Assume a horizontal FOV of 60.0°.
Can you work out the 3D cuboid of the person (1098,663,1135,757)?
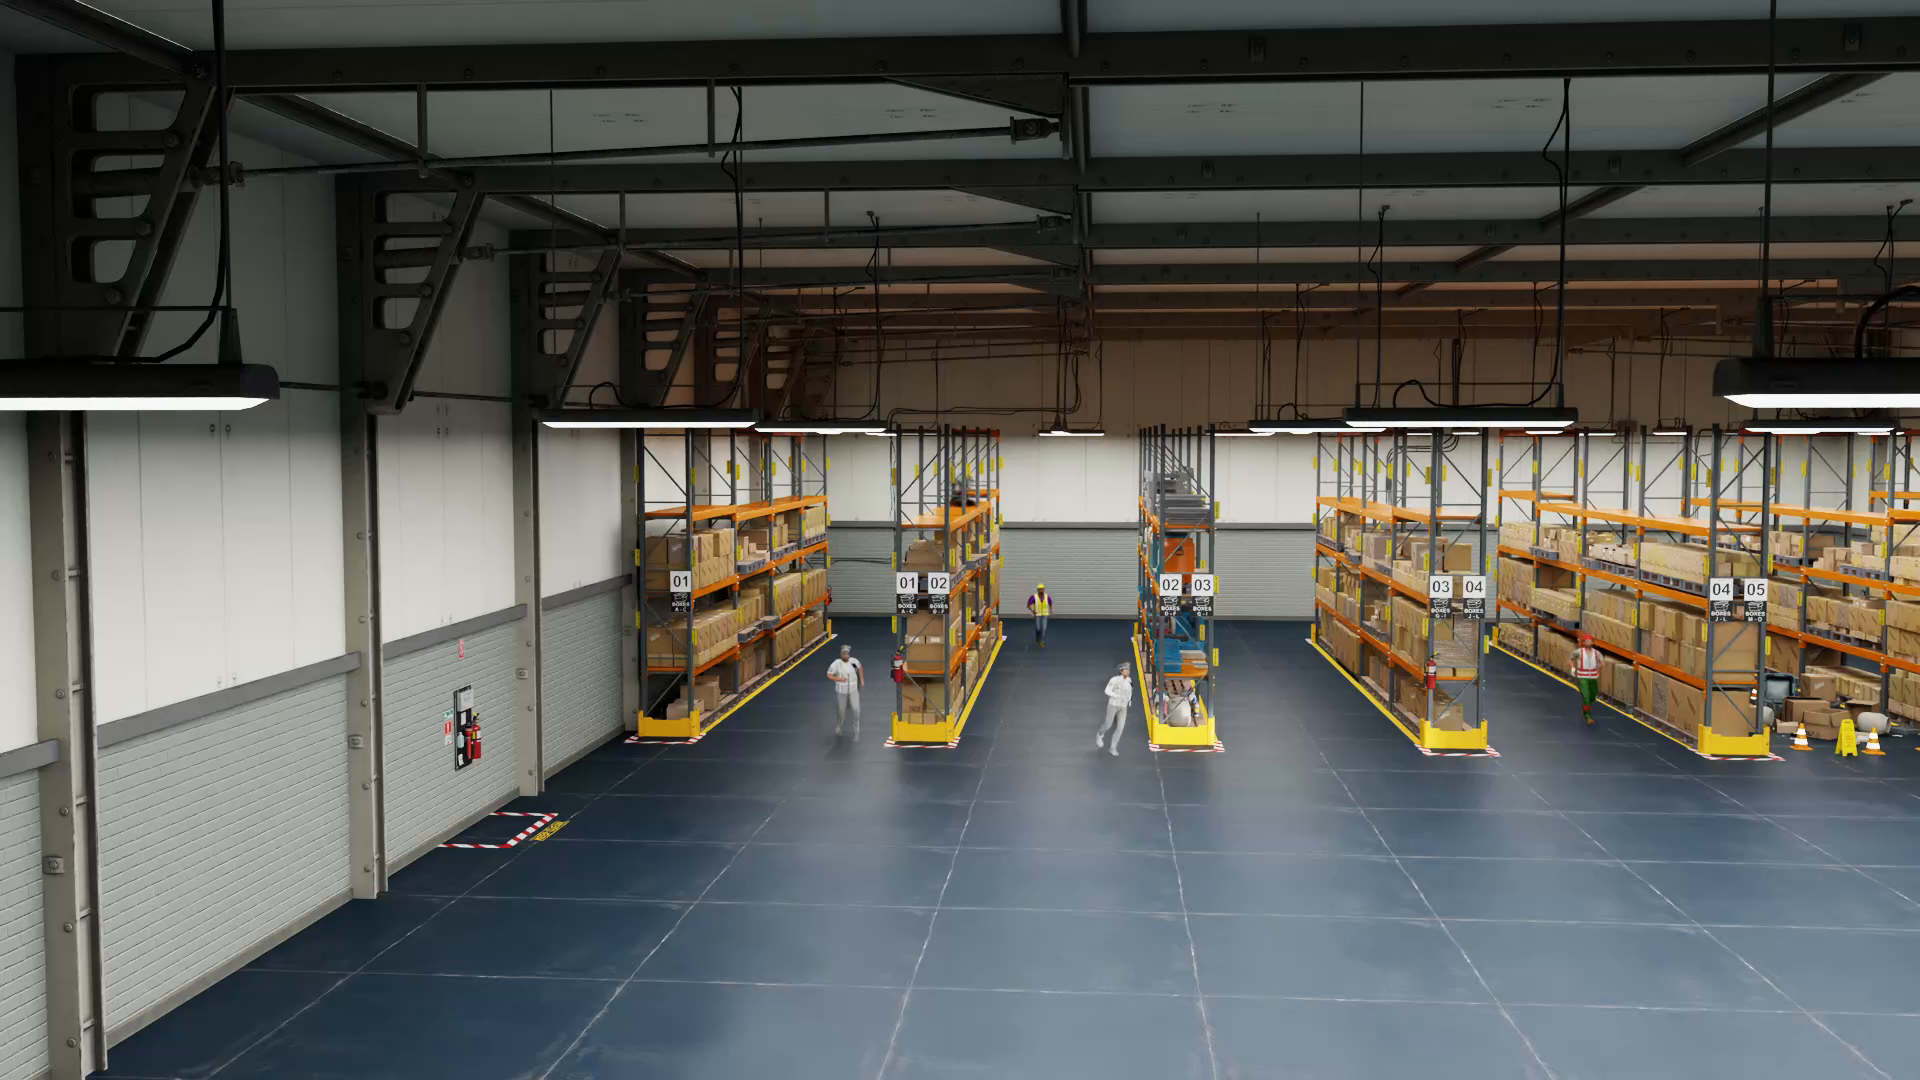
[{"bbox_3d":[2.943,3.058,30.362,0.641,1.651,0.850,-1,4,-19],"label":"person"}]

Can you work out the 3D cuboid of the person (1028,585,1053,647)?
[{"bbox_3d":[2.244,2.090,45.868,0.713,1.722,0.590,-1,4,-11],"label":"person"}]

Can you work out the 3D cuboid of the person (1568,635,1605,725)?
[{"bbox_3d":[12.617,2.798,33.434,0.657,1.767,0.933,0,3,2],"label":"person"}]

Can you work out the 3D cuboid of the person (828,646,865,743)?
[{"bbox_3d":[-2.167,2.906,31.681,0.726,1.837,0.904,-1,4,-15],"label":"person"}]
